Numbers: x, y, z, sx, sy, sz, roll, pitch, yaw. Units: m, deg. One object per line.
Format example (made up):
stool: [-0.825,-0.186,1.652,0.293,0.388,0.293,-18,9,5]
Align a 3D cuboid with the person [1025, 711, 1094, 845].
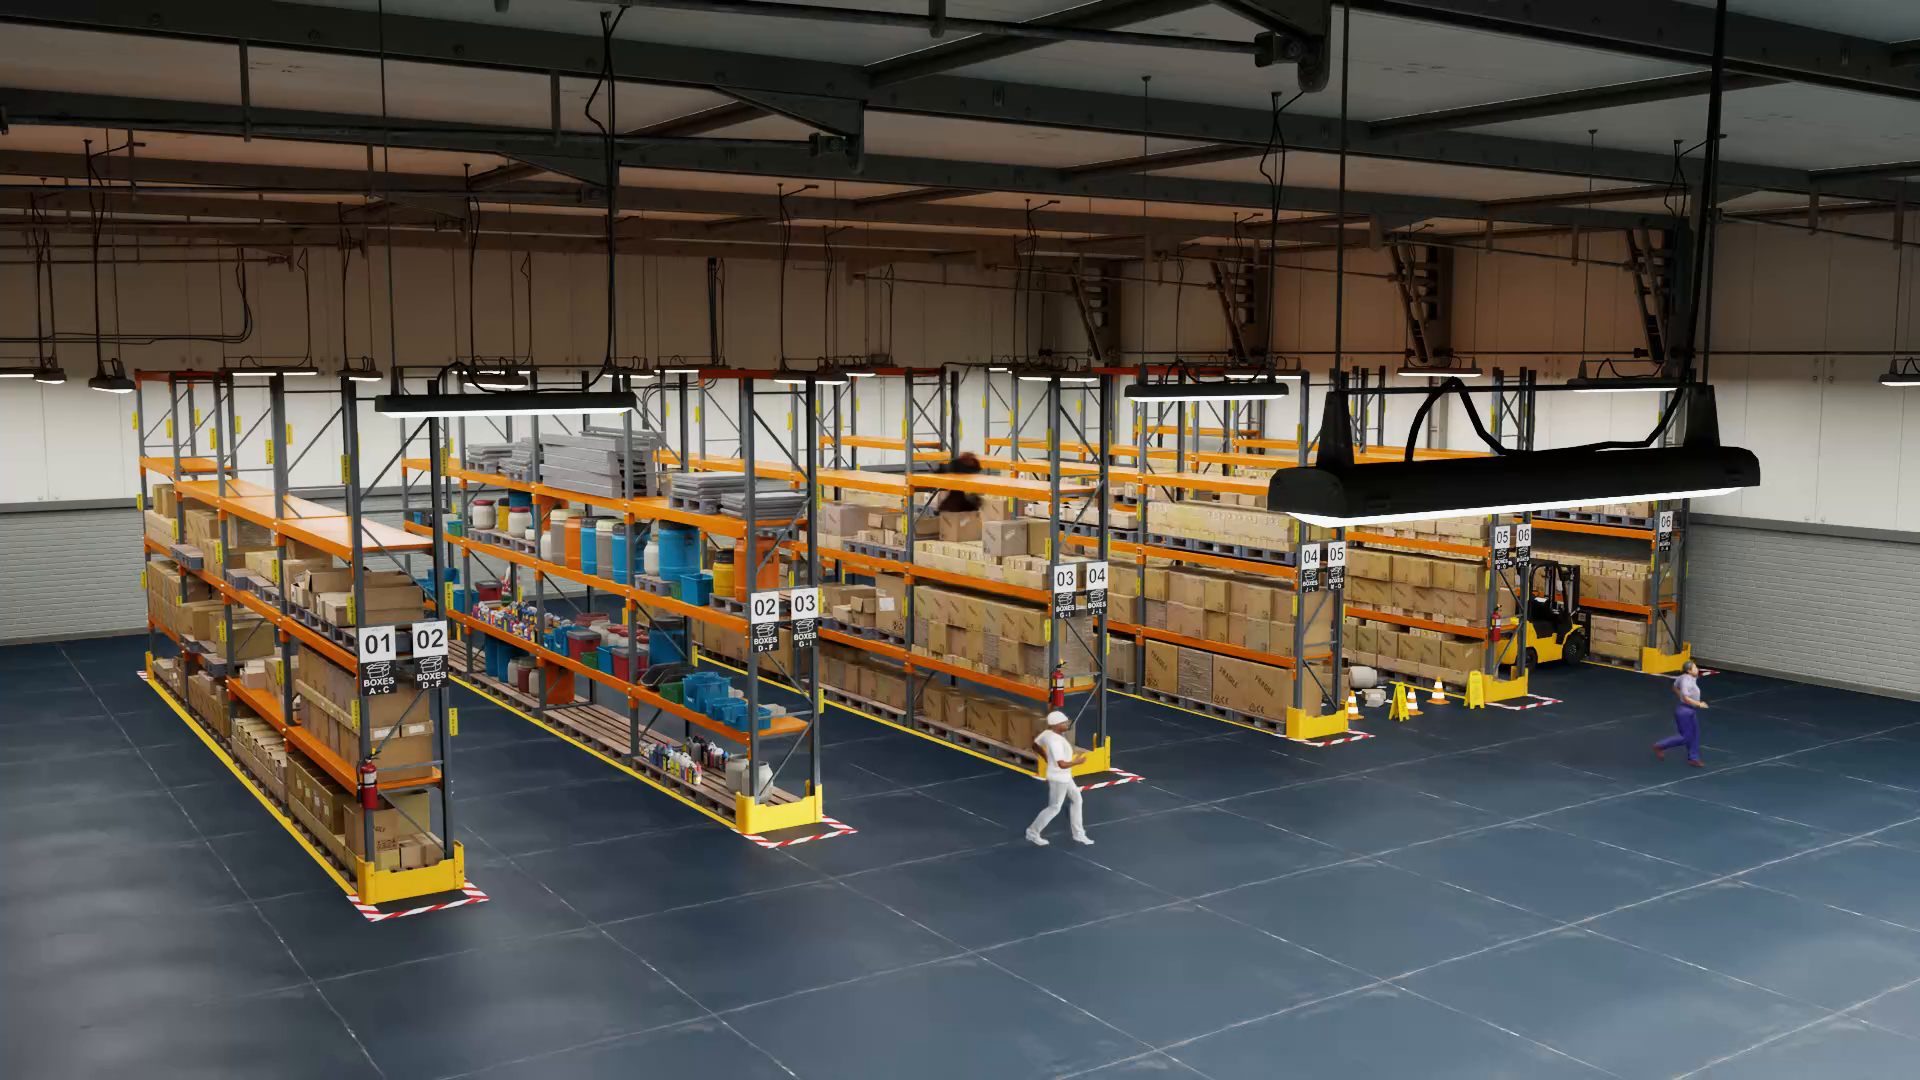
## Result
person: [1.283,3.059,21.280,0.900,1.779,0.704,0,6,0]

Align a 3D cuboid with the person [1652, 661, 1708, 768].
person: [11.064,2.666,25.491,0.828,1.647,0.615,2,7,17]

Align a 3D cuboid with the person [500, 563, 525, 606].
person: [-10.257,1.243,37.642,0.819,1.726,0.648,-4,7,-29]
